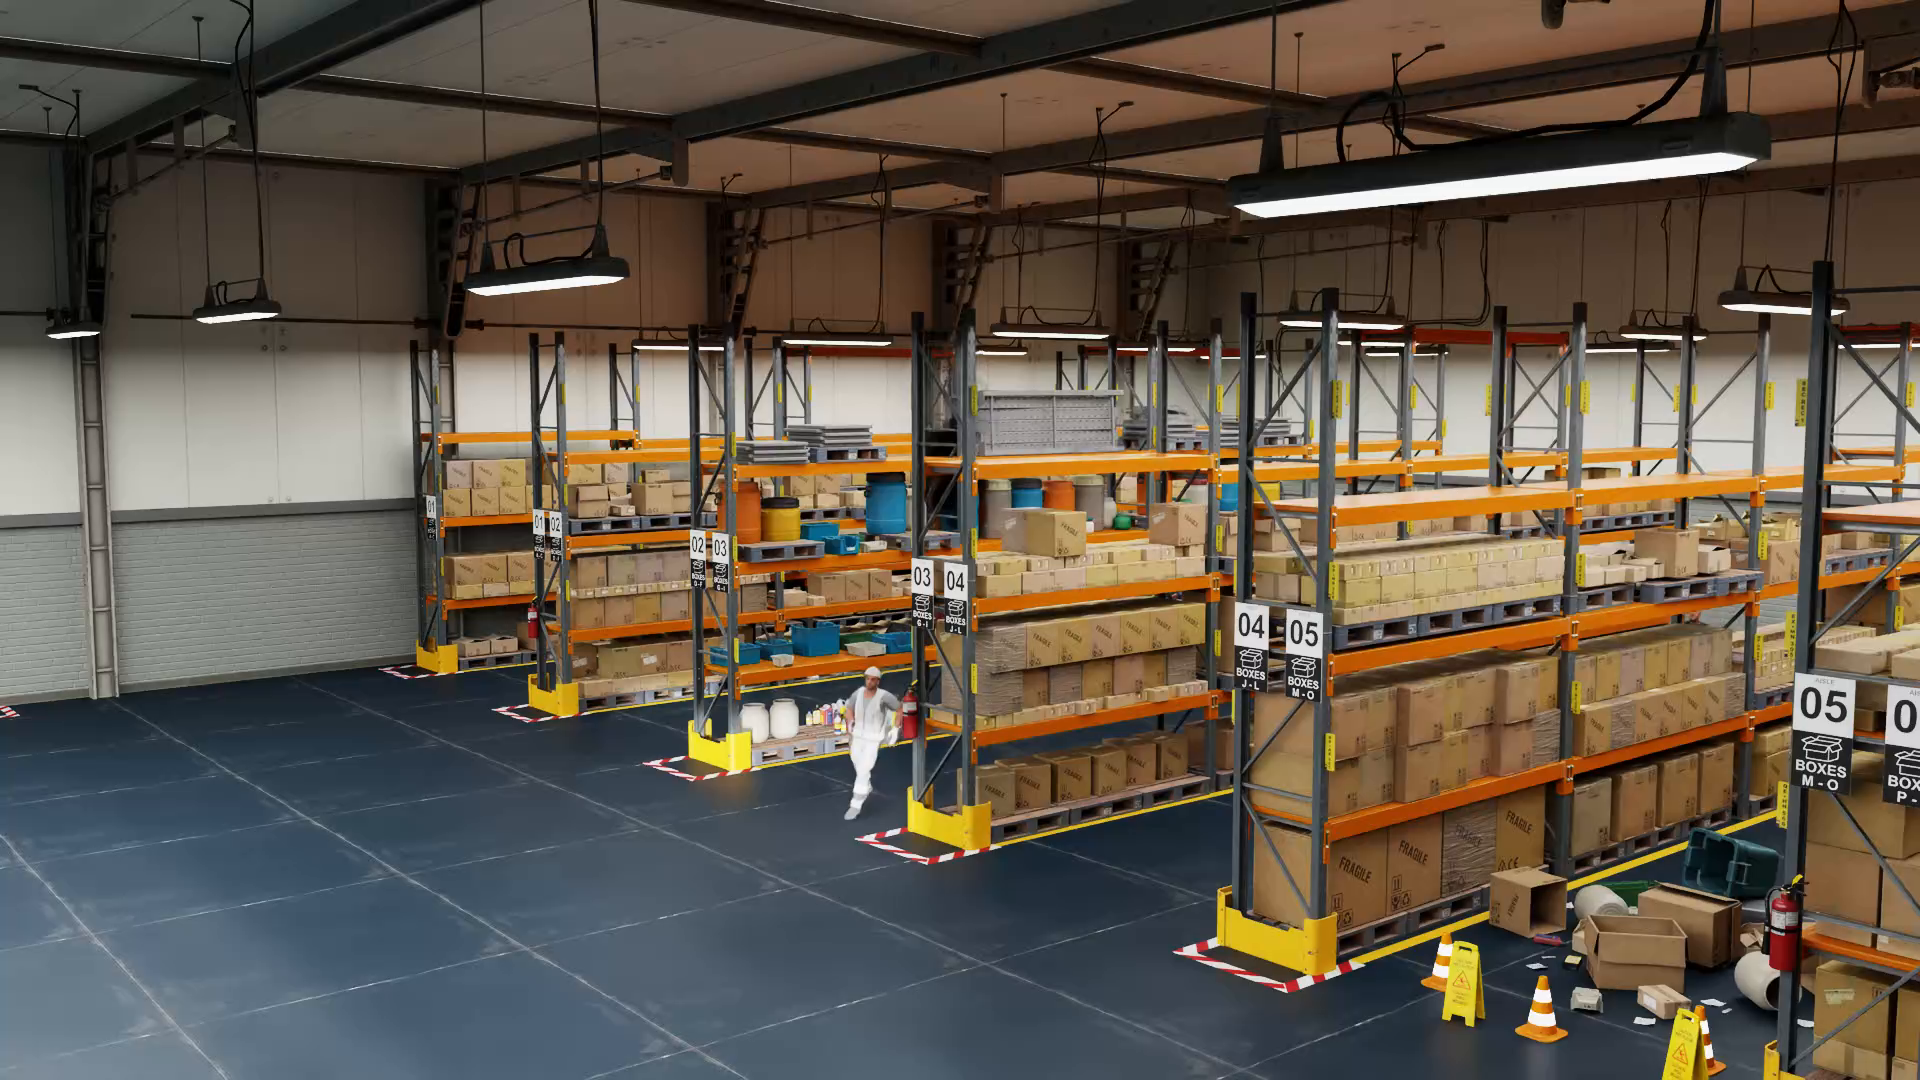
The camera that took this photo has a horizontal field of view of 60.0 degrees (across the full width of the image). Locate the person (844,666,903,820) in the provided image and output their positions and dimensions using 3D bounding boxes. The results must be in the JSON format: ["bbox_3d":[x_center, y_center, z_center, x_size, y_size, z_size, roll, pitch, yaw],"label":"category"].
[{"bbox_3d":[-1.081,2.405,20.057,0.709,1.789,0.902,2,6,25],"label":"person"}]

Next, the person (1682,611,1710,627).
[{"bbox_3d":[11.589,1.892,26.289,0.661,1.688,0.714,4,7,36],"label":"person"}]
